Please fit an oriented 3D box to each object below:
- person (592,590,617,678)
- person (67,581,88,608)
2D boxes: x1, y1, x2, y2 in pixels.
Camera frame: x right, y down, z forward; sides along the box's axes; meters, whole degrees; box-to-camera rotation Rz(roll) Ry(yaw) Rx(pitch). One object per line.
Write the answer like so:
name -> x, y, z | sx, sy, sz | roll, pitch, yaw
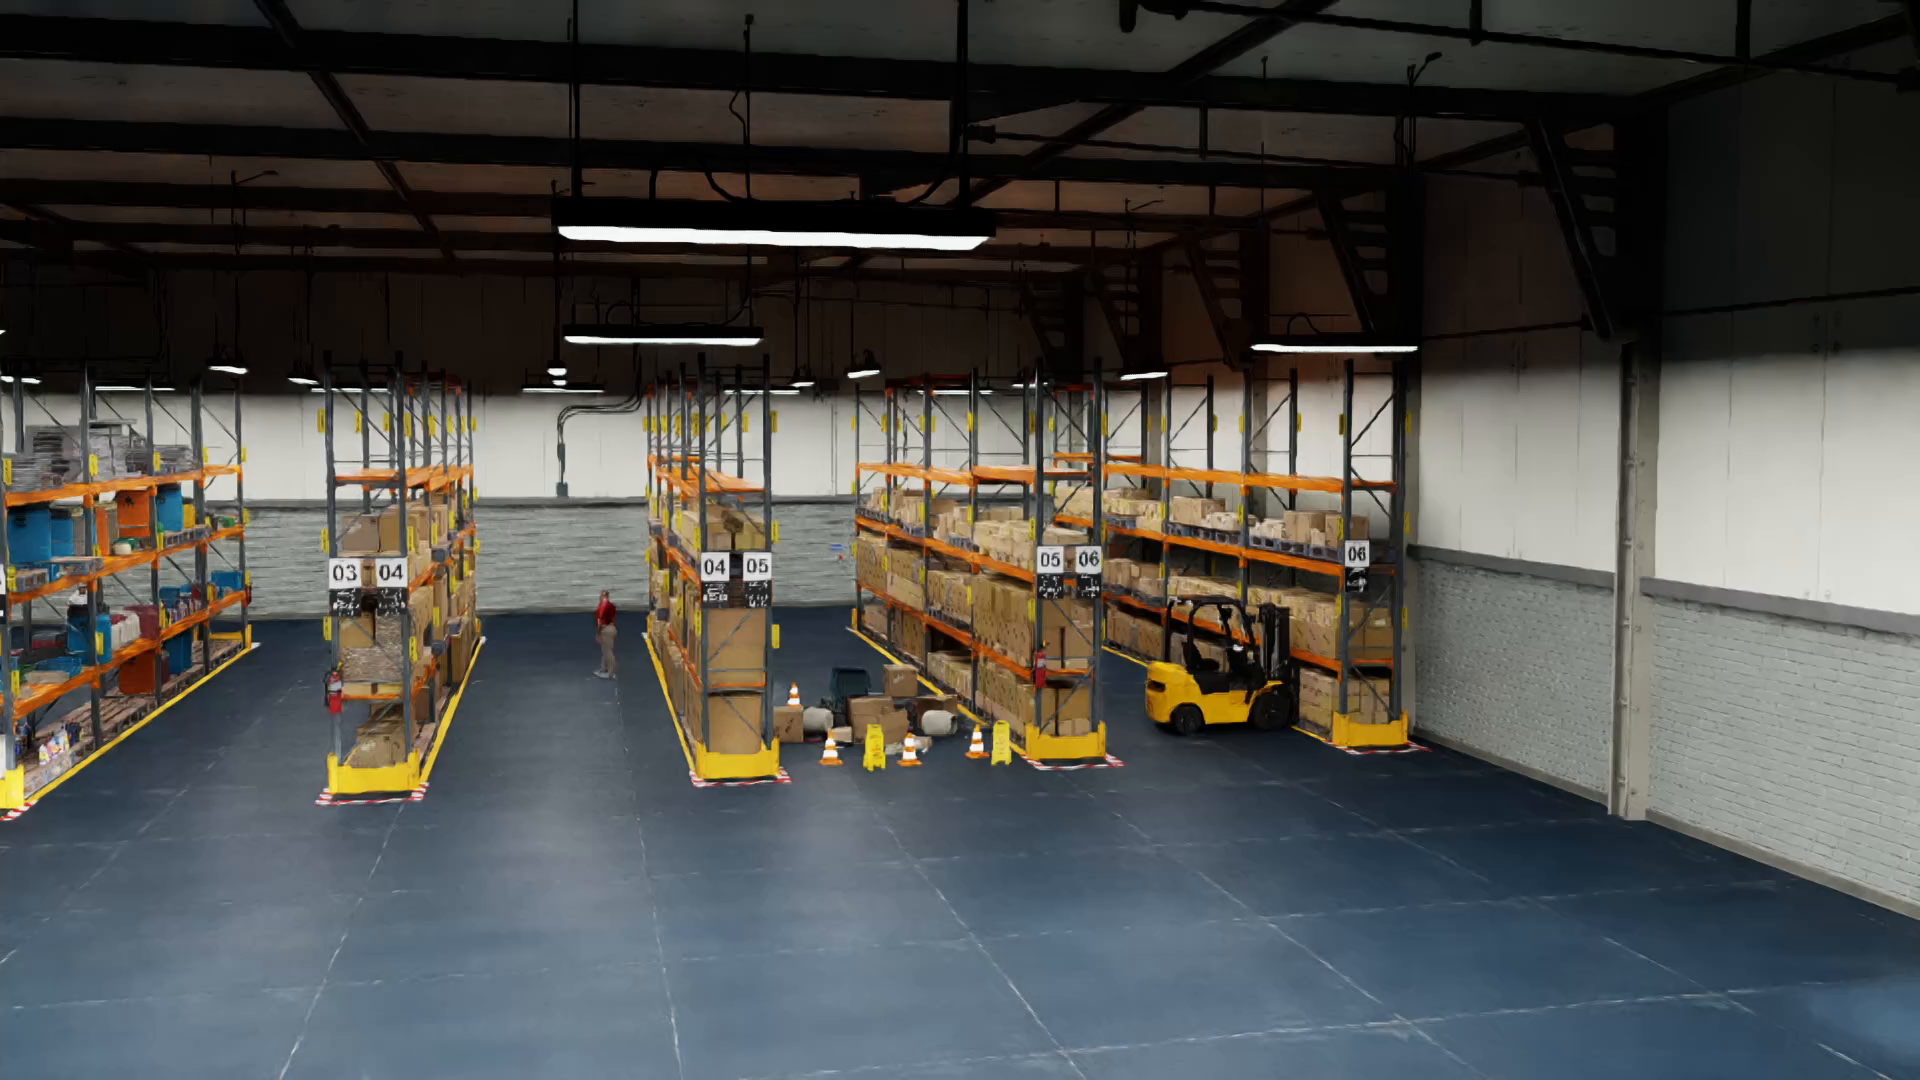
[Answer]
person -> -7.051, 1.837, 32.926 | 0.590, 1.719, 0.668 | 1, 4, 9
person -> -18.674, 1.684, 35.472 | 0.682, 1.715, 0.542 | -1, 4, -15
